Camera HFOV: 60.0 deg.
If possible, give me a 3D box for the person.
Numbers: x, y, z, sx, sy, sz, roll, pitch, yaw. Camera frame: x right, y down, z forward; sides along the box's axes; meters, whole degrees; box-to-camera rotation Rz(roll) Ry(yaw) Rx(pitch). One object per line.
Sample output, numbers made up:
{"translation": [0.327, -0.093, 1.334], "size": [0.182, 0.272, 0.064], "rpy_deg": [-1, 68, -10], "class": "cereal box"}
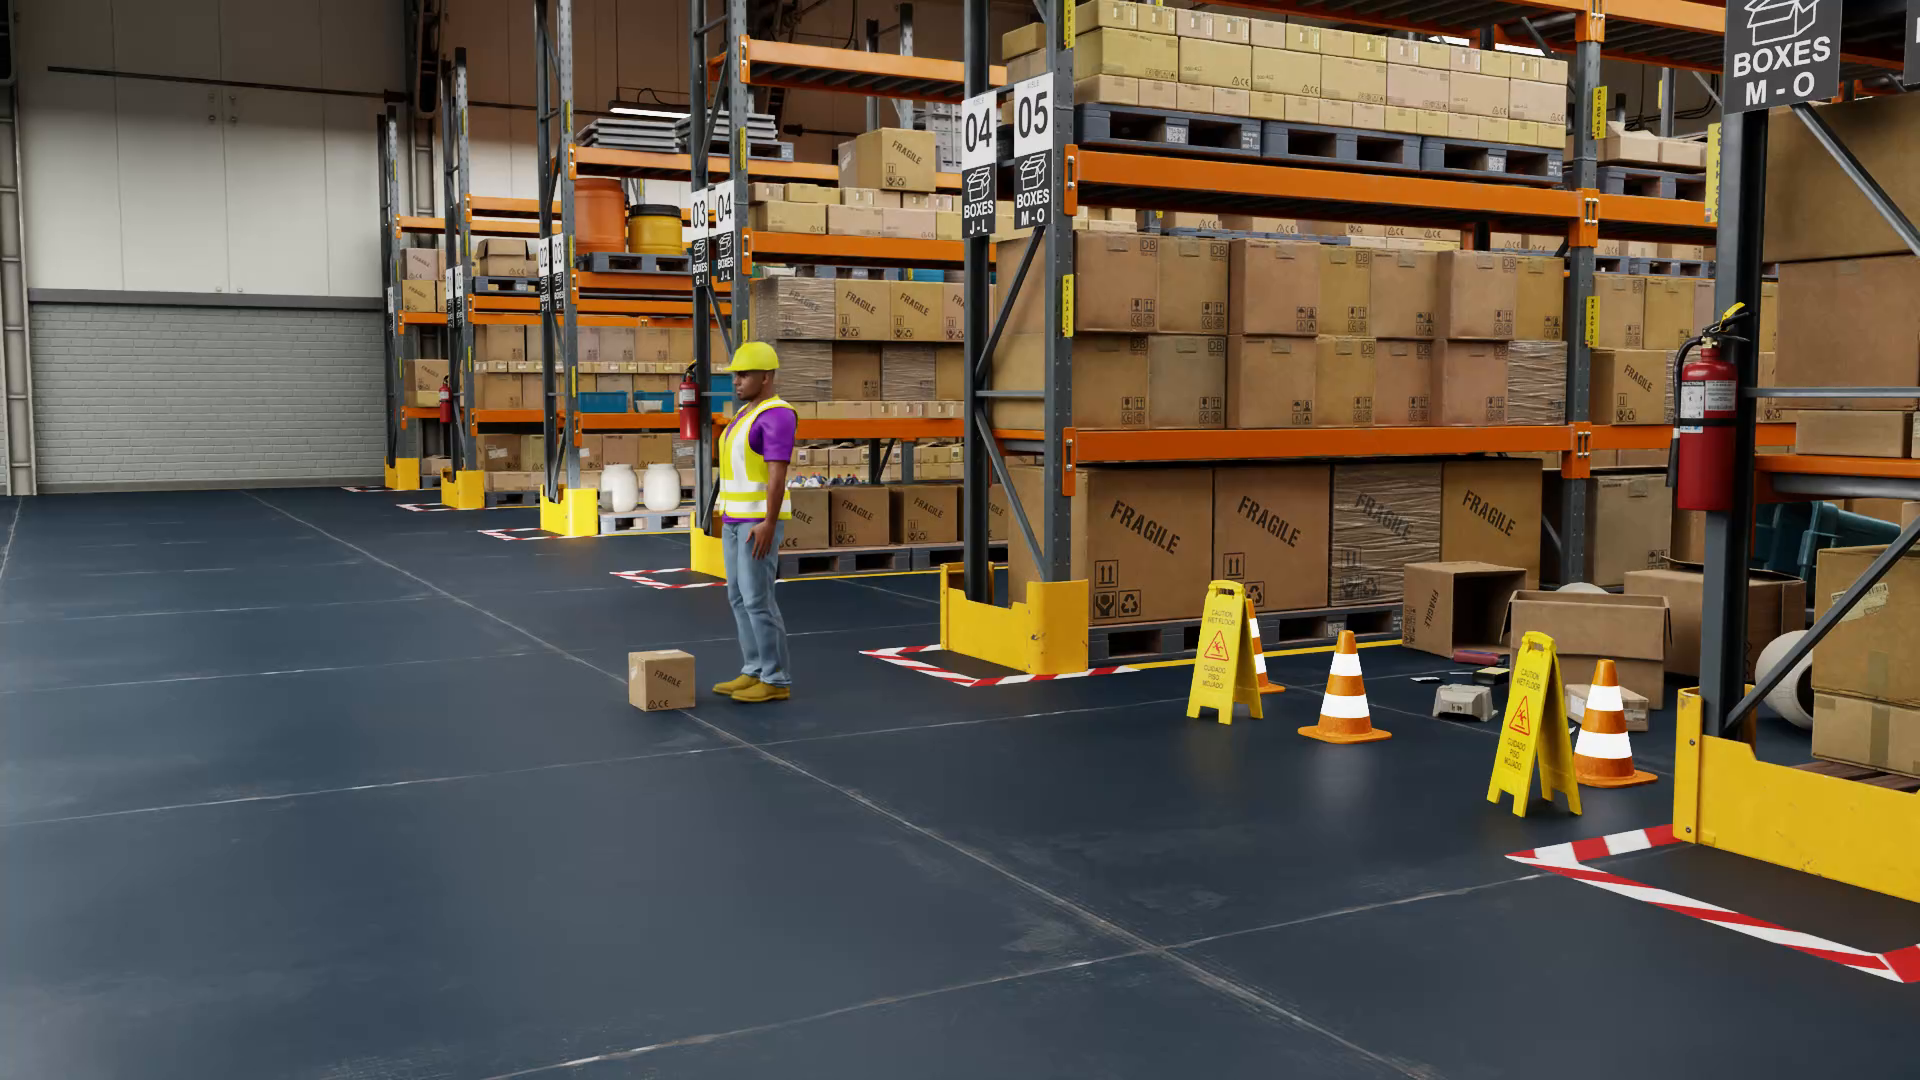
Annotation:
{"translation": [-1.008, -0.093, 8.210], "size": [0.358, 1.765, 0.563], "rpy_deg": [-3, 6, -28], "class": "person"}
